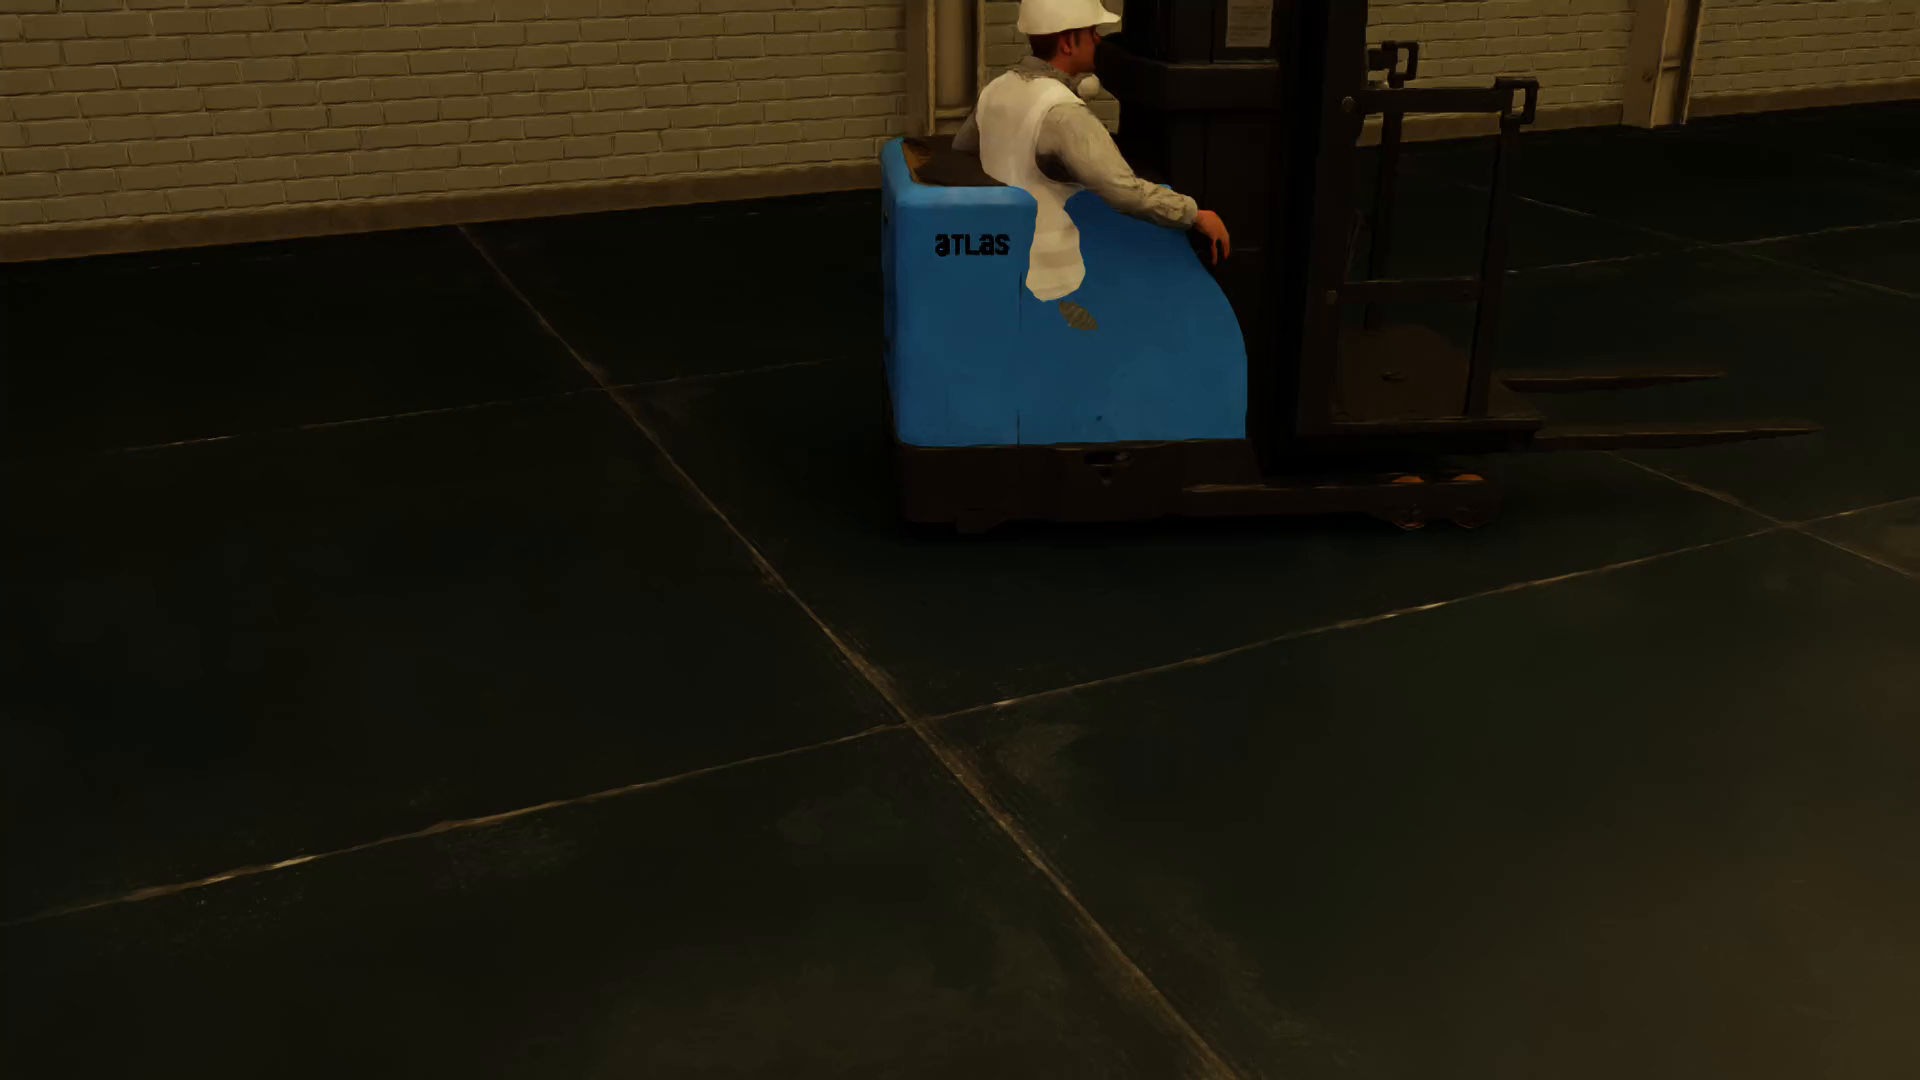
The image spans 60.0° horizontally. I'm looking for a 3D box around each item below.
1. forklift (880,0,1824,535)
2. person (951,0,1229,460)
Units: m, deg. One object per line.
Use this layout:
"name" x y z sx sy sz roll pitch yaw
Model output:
"forklift" 1.269 -1.586 5.103 3.031 2.935 1.130 -2 23 -5
"person" 0.380 -0.843 5.047 0.674 1.691 0.881 -9 24 -22
